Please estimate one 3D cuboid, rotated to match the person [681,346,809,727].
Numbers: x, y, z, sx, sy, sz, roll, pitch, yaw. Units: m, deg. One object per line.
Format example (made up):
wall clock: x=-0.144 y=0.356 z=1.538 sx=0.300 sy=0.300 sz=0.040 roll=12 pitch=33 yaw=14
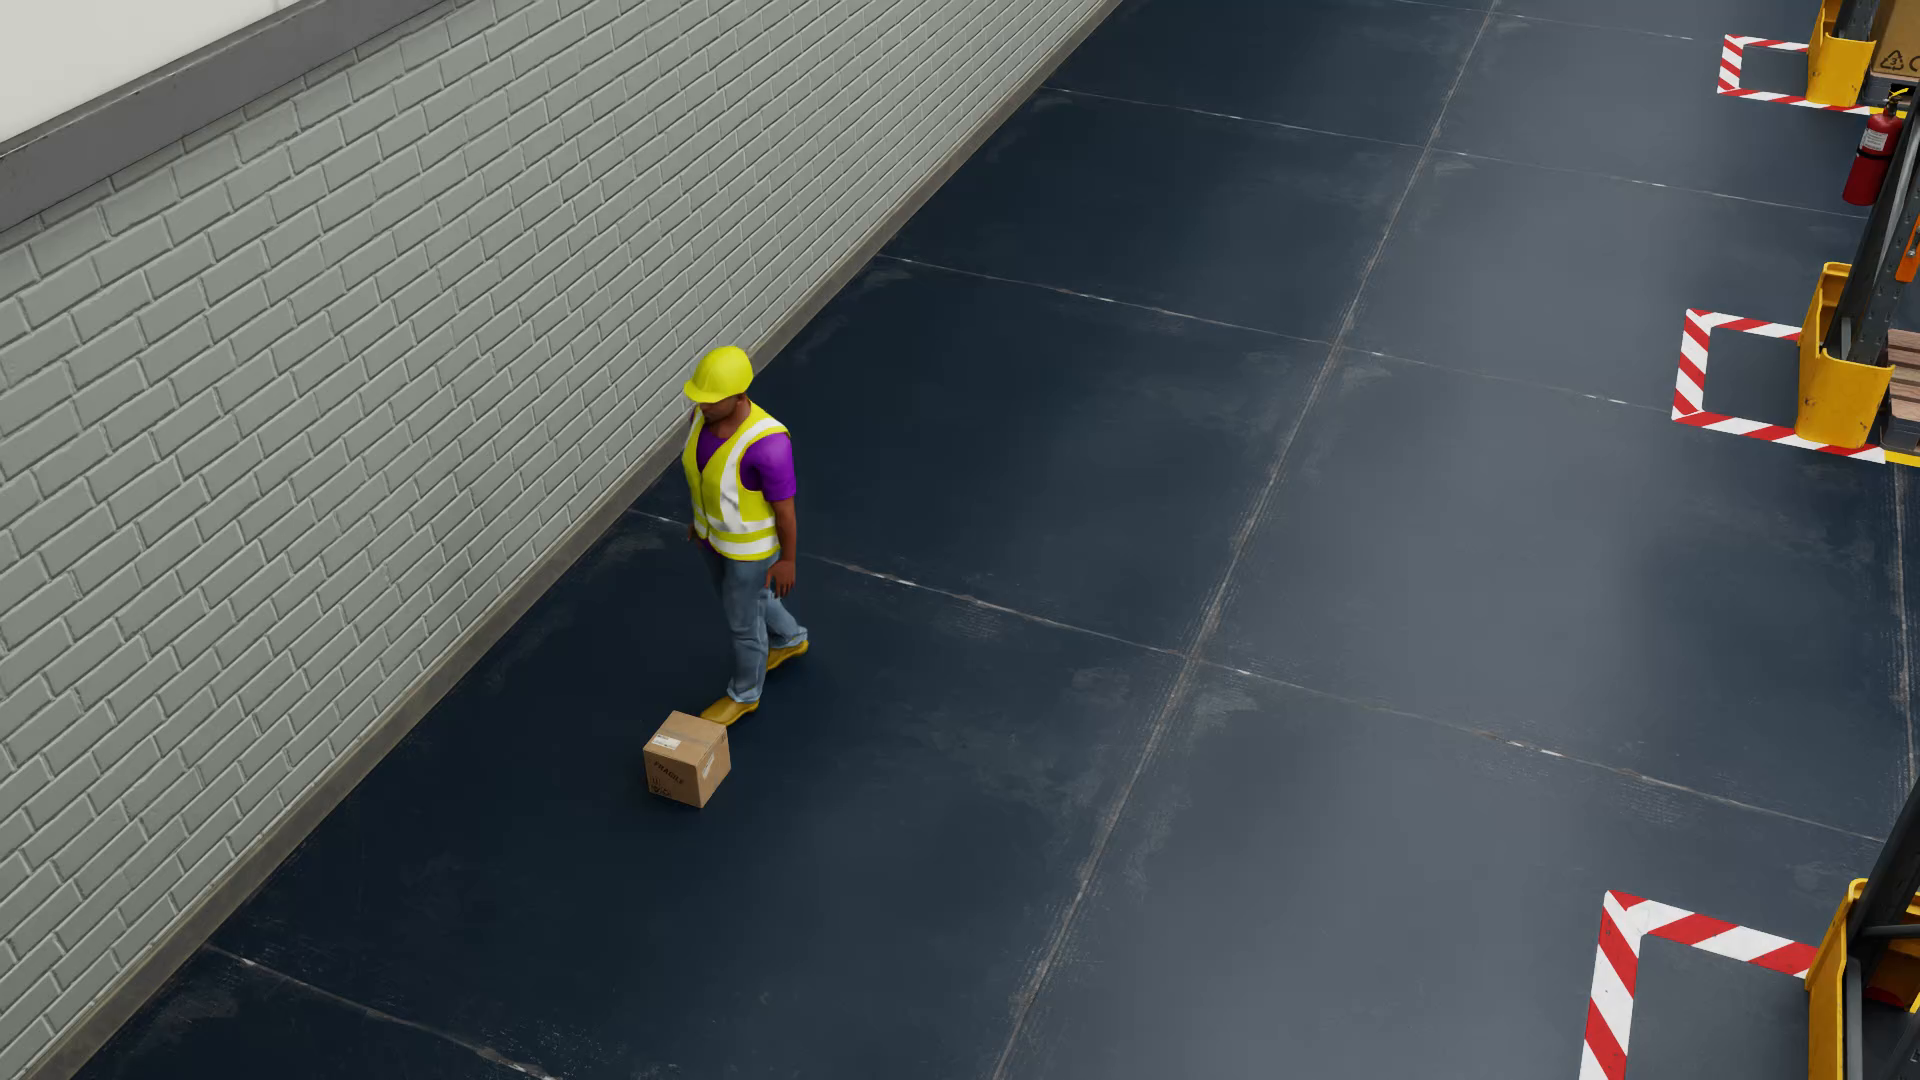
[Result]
person: x=-0.896 y=-0.018 z=6.812 sx=0.653 sy=1.775 sz=0.588 roll=-27 pitch=45 yaw=-31
